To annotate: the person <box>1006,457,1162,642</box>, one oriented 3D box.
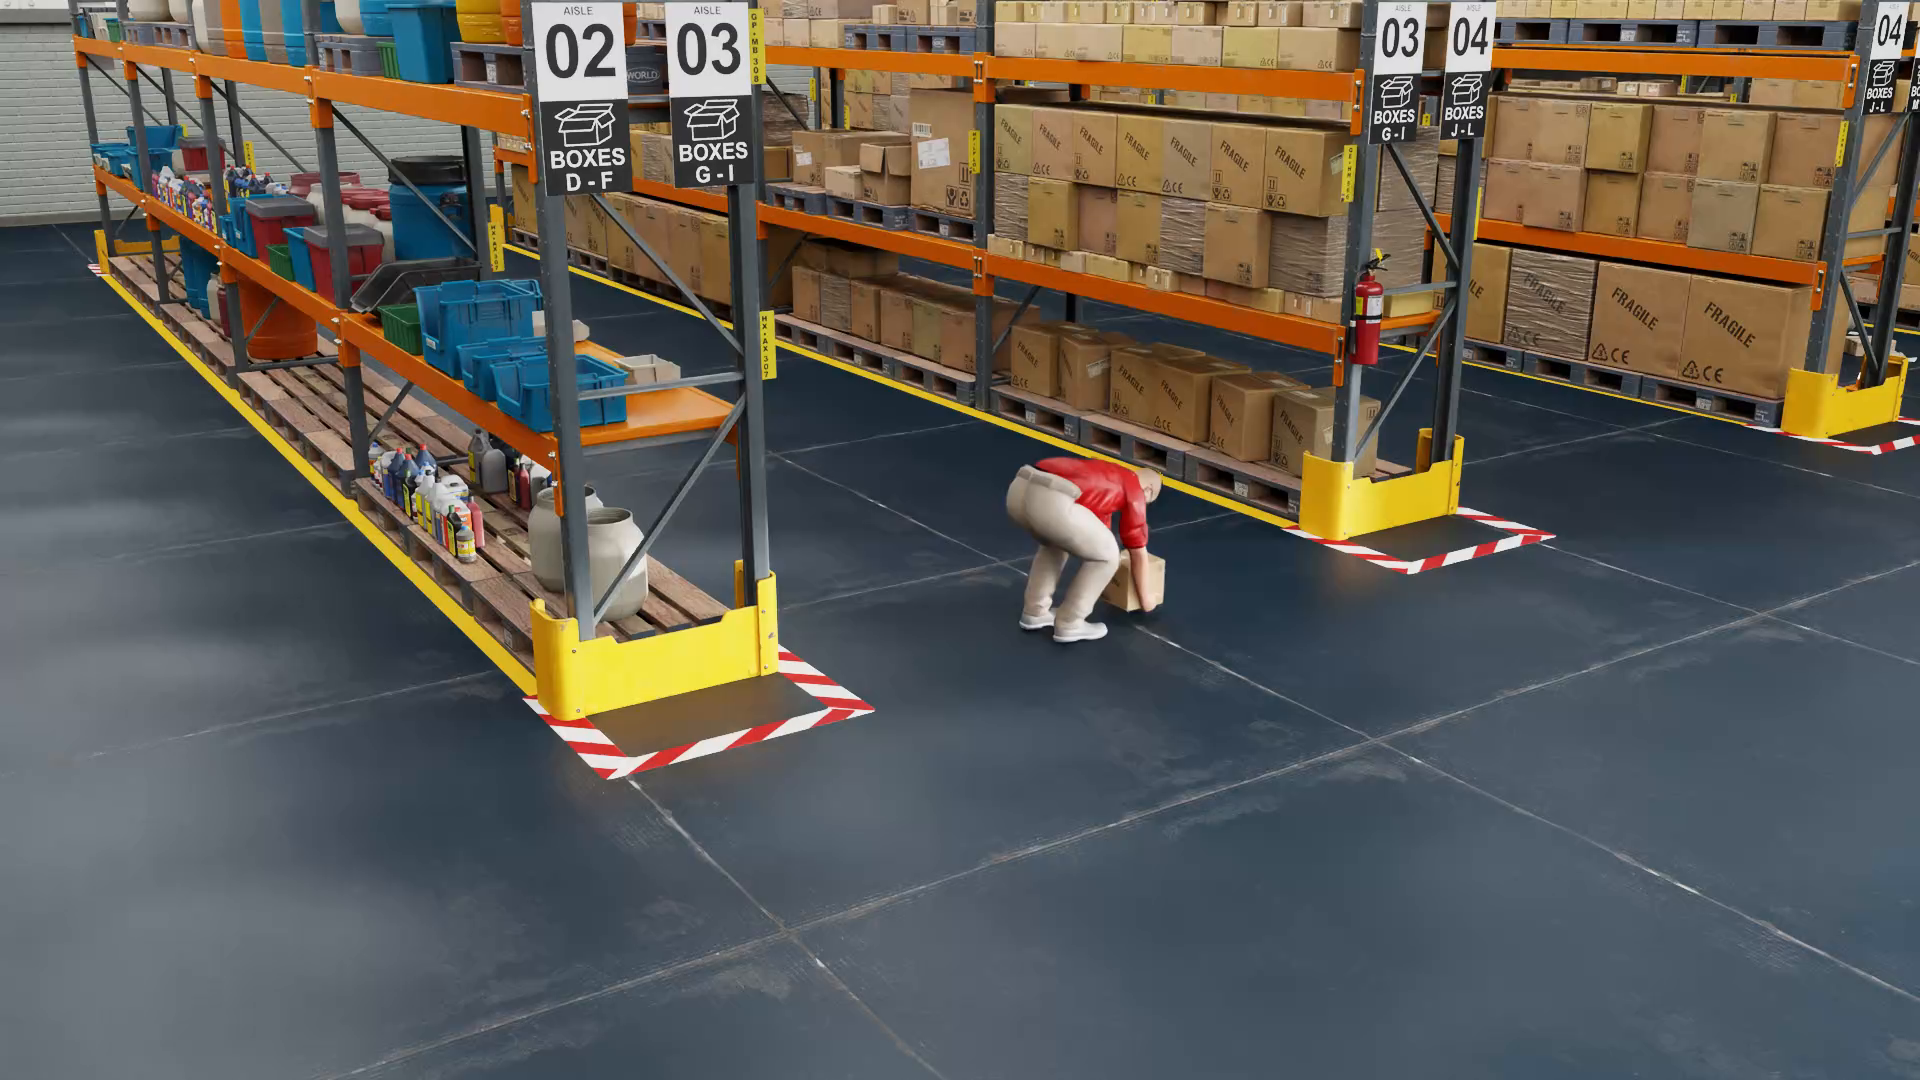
[{"bbox_3d":[0.680,0.003,8.816,0.957,0.962,0.524,-13,22,-34],"label":"person"}]
